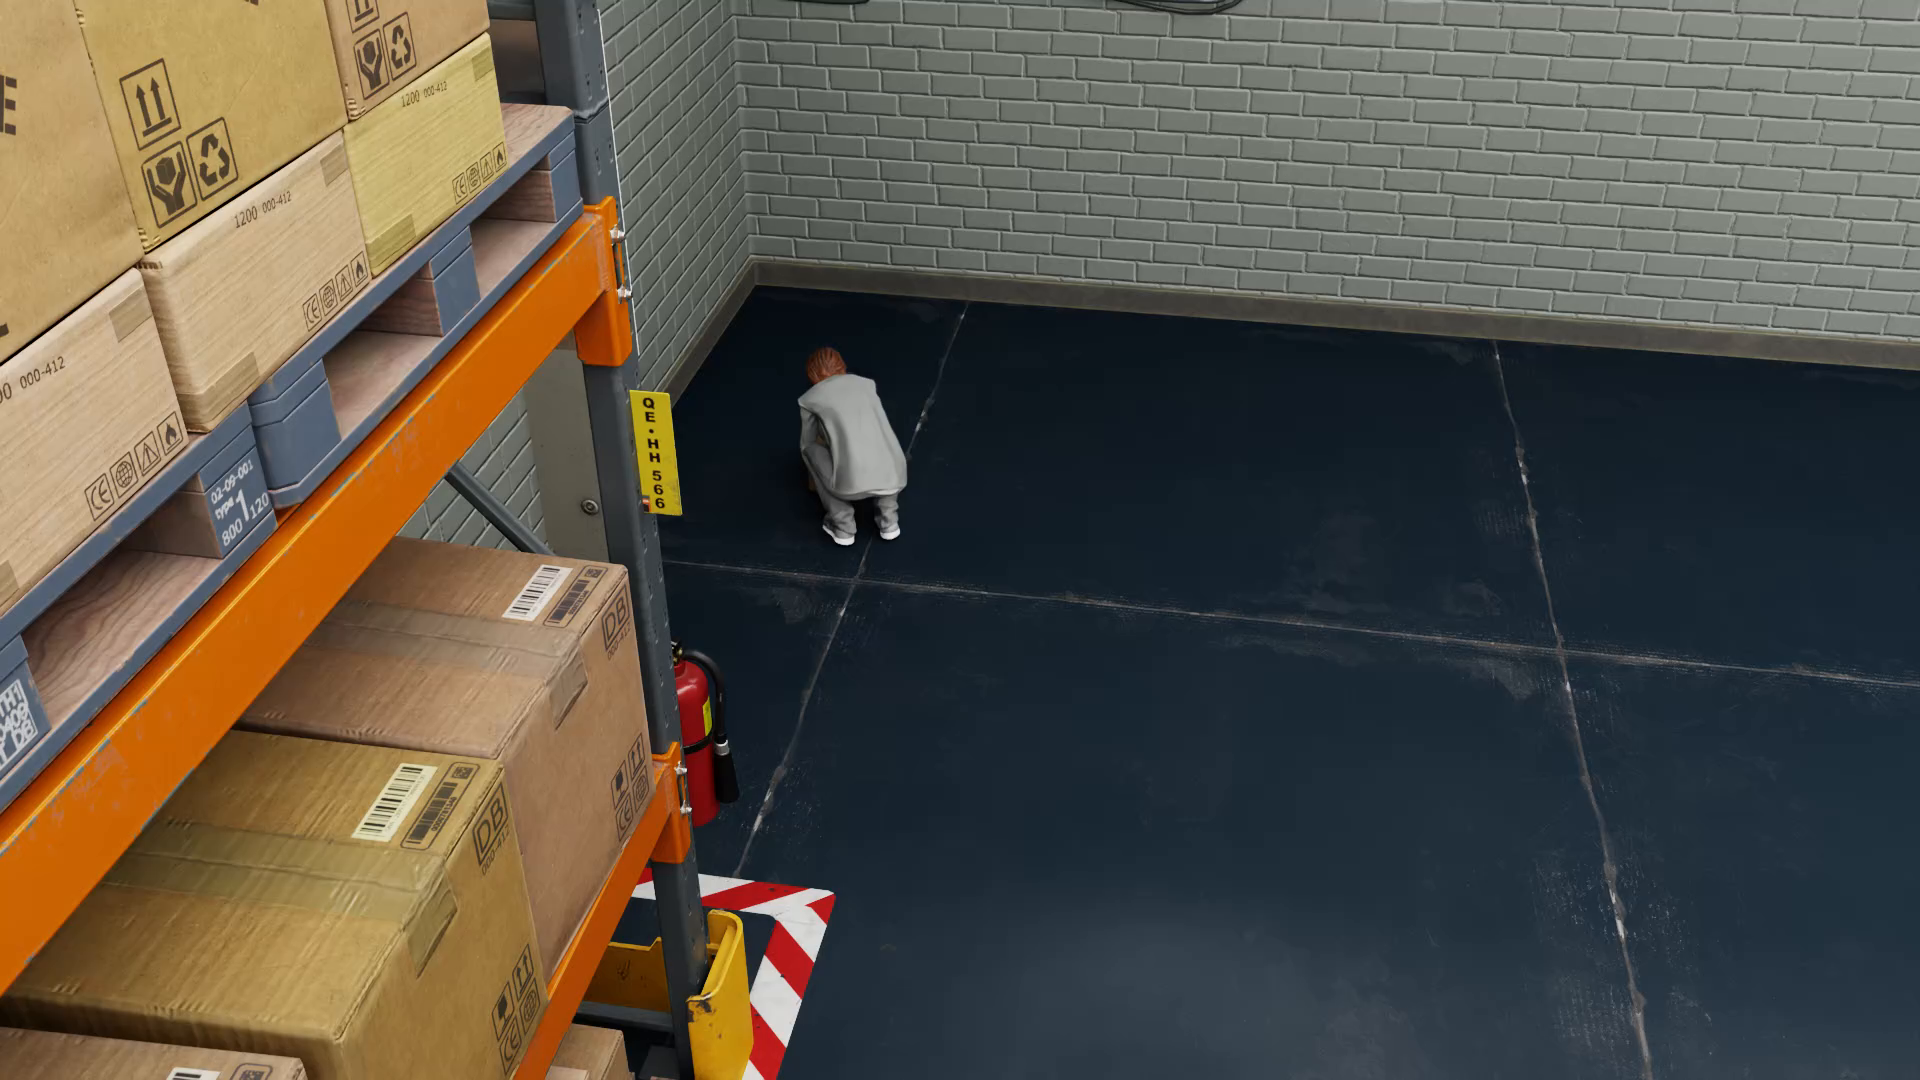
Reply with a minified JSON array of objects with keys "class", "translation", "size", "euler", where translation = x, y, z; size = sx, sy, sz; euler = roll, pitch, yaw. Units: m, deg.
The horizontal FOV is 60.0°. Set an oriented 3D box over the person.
[{"class":"person","translation":[-0.504,-0.543,7.568],"size":[0.406,0.970,0.870],"euler":[-10,34,-15]}]
